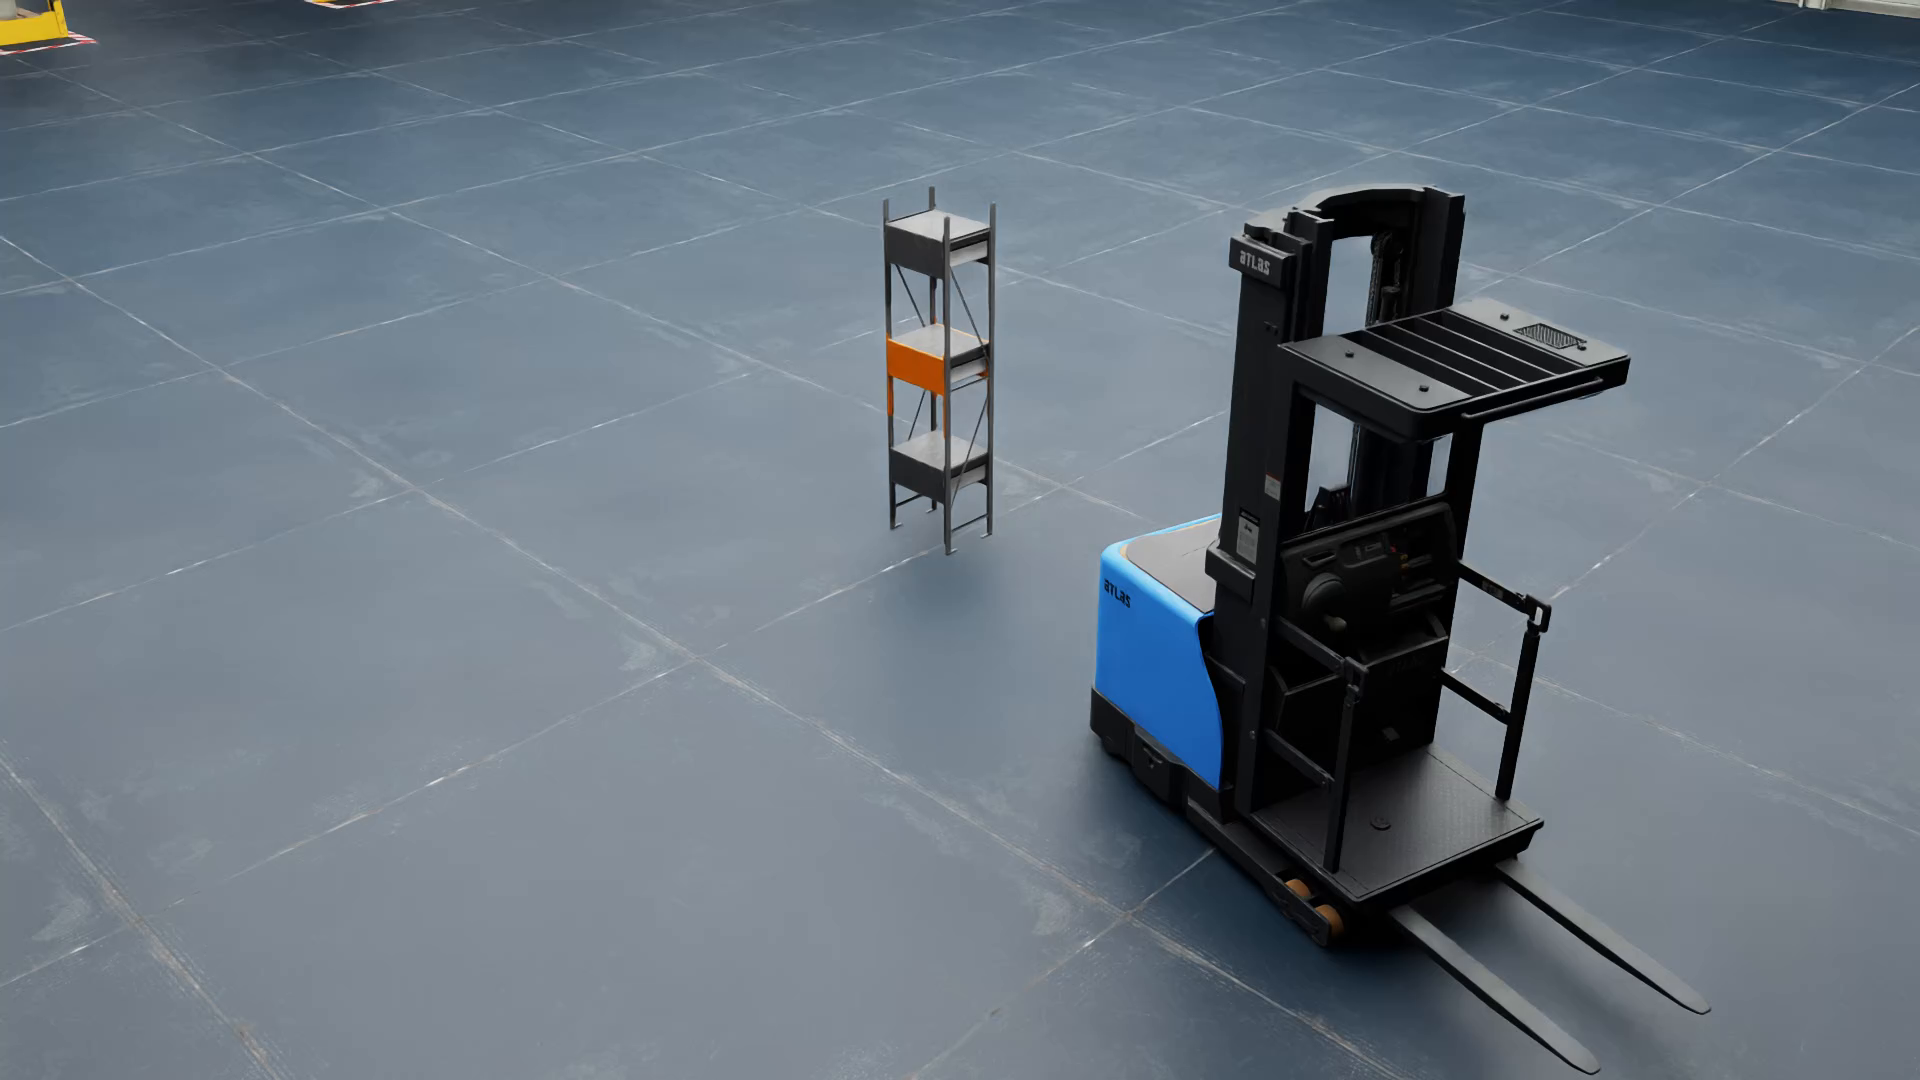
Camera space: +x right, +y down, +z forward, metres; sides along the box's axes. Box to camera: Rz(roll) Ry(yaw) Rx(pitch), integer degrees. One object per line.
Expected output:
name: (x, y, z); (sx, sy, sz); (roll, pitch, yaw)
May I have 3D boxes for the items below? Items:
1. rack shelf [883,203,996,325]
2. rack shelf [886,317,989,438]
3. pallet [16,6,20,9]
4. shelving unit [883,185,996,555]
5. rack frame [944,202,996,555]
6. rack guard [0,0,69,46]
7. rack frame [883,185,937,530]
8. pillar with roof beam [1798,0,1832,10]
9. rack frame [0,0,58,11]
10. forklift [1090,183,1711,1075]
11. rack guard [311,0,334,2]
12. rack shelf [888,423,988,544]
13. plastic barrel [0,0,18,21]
rack shelf: (-0.118, -1.591, 9.545); (0.480, 0.518, 0.431); (25, 36, 38)
rack shelf: (-0.118, -0.971, 9.870); (0.480, 0.518, 0.431); (25, 36, 38)
pallet: (-14.908, -7.943, 25.130); (1.213, 0.211, 1.003); (25, 36, 38)
shelving unit: (-0.118, -0.983, 9.864); (0.503, 2.100, 0.431); (25, 36, 38)
rack frame: (0.056, -0.904, 9.713); (0.015, 2.100, 0.400); (25, 36, 38)
rack guard: (-13.467, -7.406, 23.798); (0.348, 0.500, 1.175); (25, 36, 38)
rack frame: (-0.292, -1.063, 10.015); (0.015, 2.100, 0.400); (25, 36, 38)
pillar with roof beam: (10.471, -10.964, 21.432); (0.400, 9.000, 9.100); (25, 36, 38)
rack frame: (-13.379, -8.503, 23.199); (0.127, 3.000, 1.000); (25, 36, 38)
forklift: (1.827, 0.163, 6.791); (1.130, 2.935, 3.031); (-15, 31, -26)
rack guard: (-9.961, -9.066, 26.954); (0.348, 0.500, 1.175); (25, 36, 38)
rack shelf: (-0.118, -0.352, 10.196); (0.480, 0.518, 0.431); (25, 36, 38)
plastic barrel: (-13.902, -7.778, 24.040); (0.421, 0.512, 0.421); (0, 28, 0)
